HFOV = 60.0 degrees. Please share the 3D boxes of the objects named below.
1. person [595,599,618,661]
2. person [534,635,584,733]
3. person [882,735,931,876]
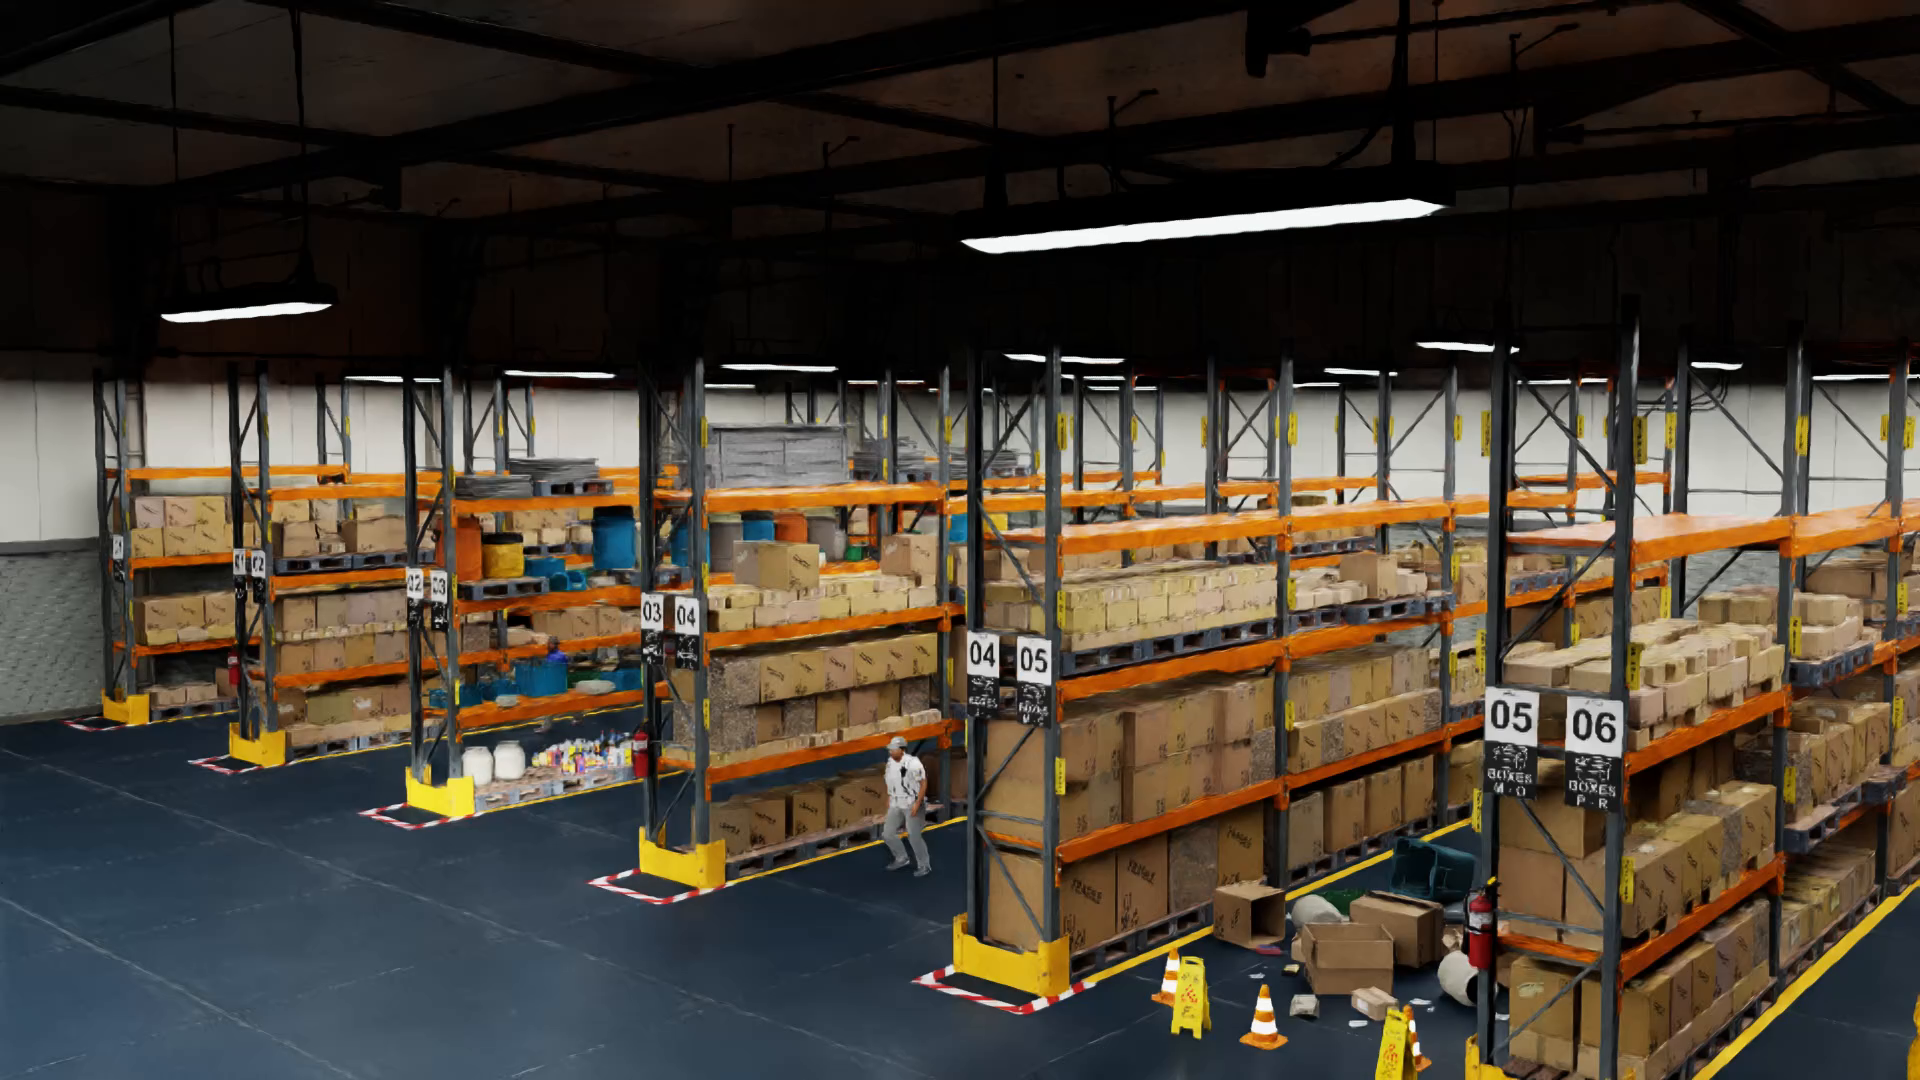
[{"bbox_3d":[-6.827,1.939,32.161,0.677,1.742,0.552,4,6,41],"label":"person"},{"bbox_3d":[-6.650,2.345,27.425,0.447,1.574,1.088,4,6,43],"label":"person"},{"bbox_3d":[-0.627,2.987,18.780,0.625,1.611,0.582,3,5,40],"label":"person"}]
